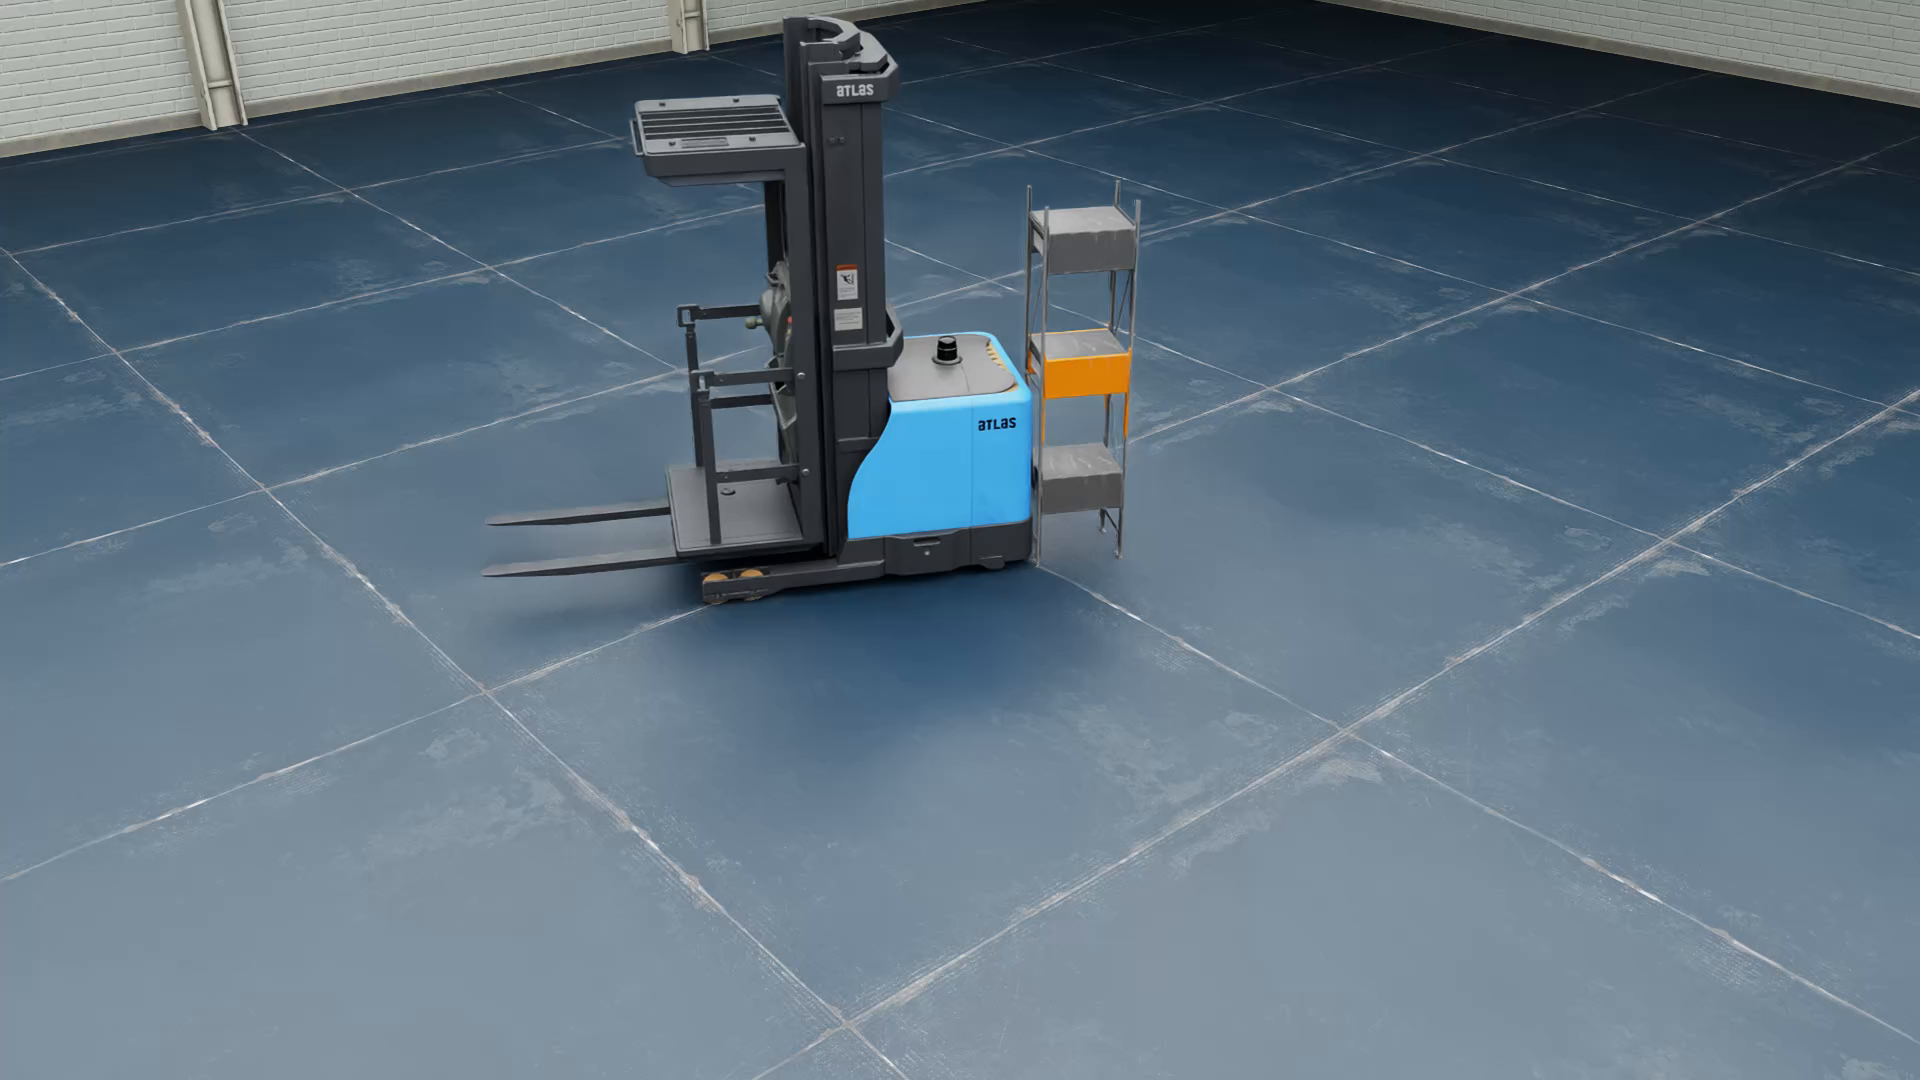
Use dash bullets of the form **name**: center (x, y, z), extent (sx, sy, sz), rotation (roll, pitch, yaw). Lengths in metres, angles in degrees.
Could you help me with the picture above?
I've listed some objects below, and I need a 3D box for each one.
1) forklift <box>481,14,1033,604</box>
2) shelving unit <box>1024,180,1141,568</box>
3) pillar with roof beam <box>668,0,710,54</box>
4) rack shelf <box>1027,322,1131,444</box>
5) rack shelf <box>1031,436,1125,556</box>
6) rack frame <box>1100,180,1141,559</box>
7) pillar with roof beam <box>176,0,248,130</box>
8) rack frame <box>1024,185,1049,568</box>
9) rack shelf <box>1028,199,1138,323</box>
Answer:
- **forklift**: center (-1.162, -1.214, 8.912), extent (3.031, 2.935, 1.130), rotation (-6, 29, -11)
- **shelving unit**: center (0.643, -0.884, 9.176), extent (0.503, 2.100, 0.431), rotation (-6, 29, -10)
- **pillar with roof beam**: center (-0.728, -8.832, 16.729), extent (0.400, 9.000, 9.100), rotation (-22, 35, -35)
- **rack shelf**: center (0.643, -0.872, 9.183), extent (0.480, 0.518, 0.431), rotation (-6, 29, -10)
- **rack shelf**: center (0.643, -0.255, 9.513), extent (0.480, 0.518, 0.431), rotation (-6, 29, -10)
- **rack frame**: center (0.882, -0.907, 9.220), extent (0.015, 2.100, 0.400), rotation (-6, 29, -10)
- **pillar with roof beam**: center (-5.293, -6.997, 13.295), extent (0.400, 9.000, 9.100), rotation (-22, 35, -35)
- **rack frame**: center (0.404, -0.860, 9.132), extent (0.015, 2.100, 0.400), rotation (-6, 29, -10)
- **rack shelf**: center (0.643, -1.489, 8.853), extent (0.480, 0.518, 0.431), rotation (-6, 29, -10)
